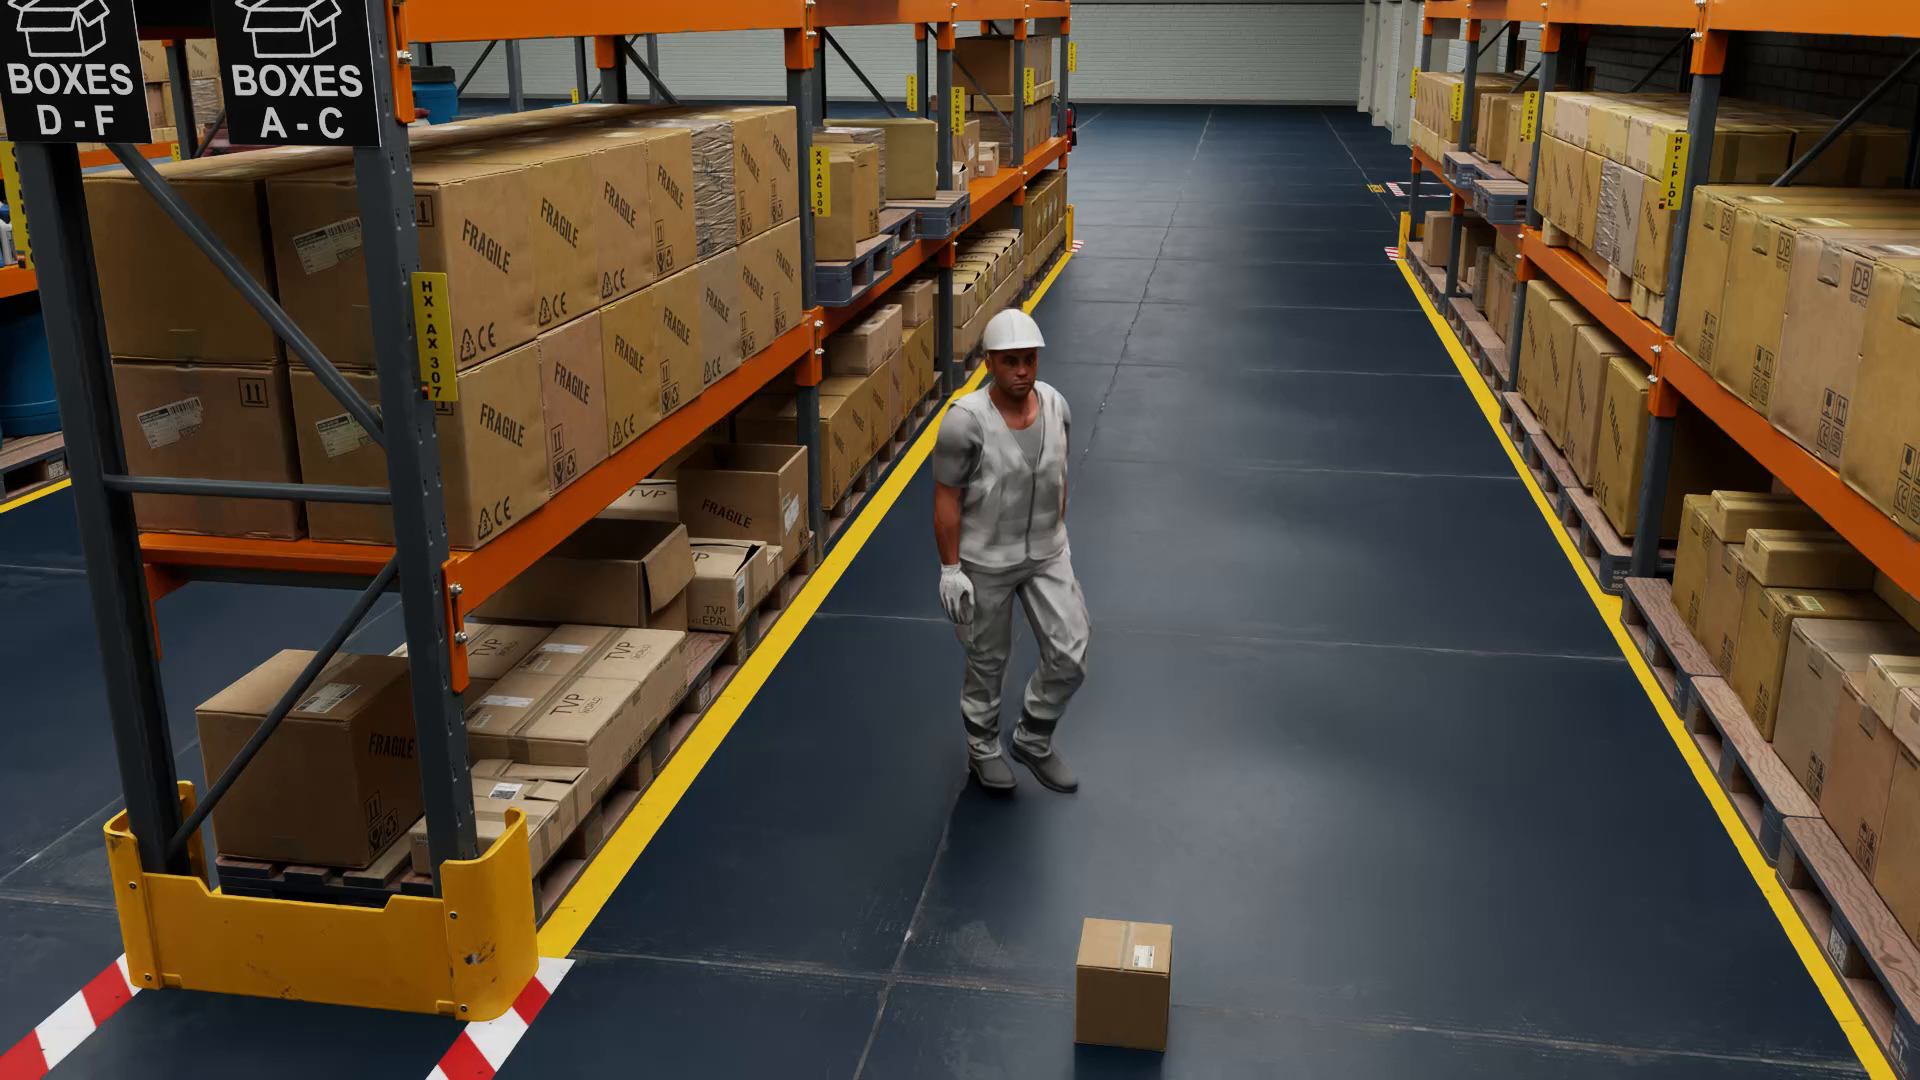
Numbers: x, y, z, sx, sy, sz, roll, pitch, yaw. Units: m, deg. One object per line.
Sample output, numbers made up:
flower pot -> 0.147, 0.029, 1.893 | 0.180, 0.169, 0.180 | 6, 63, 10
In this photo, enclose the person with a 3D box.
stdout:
person -> 0.169, 0.063, 5.749 | 0.579, 1.765, 0.523 | -8, 19, -22
